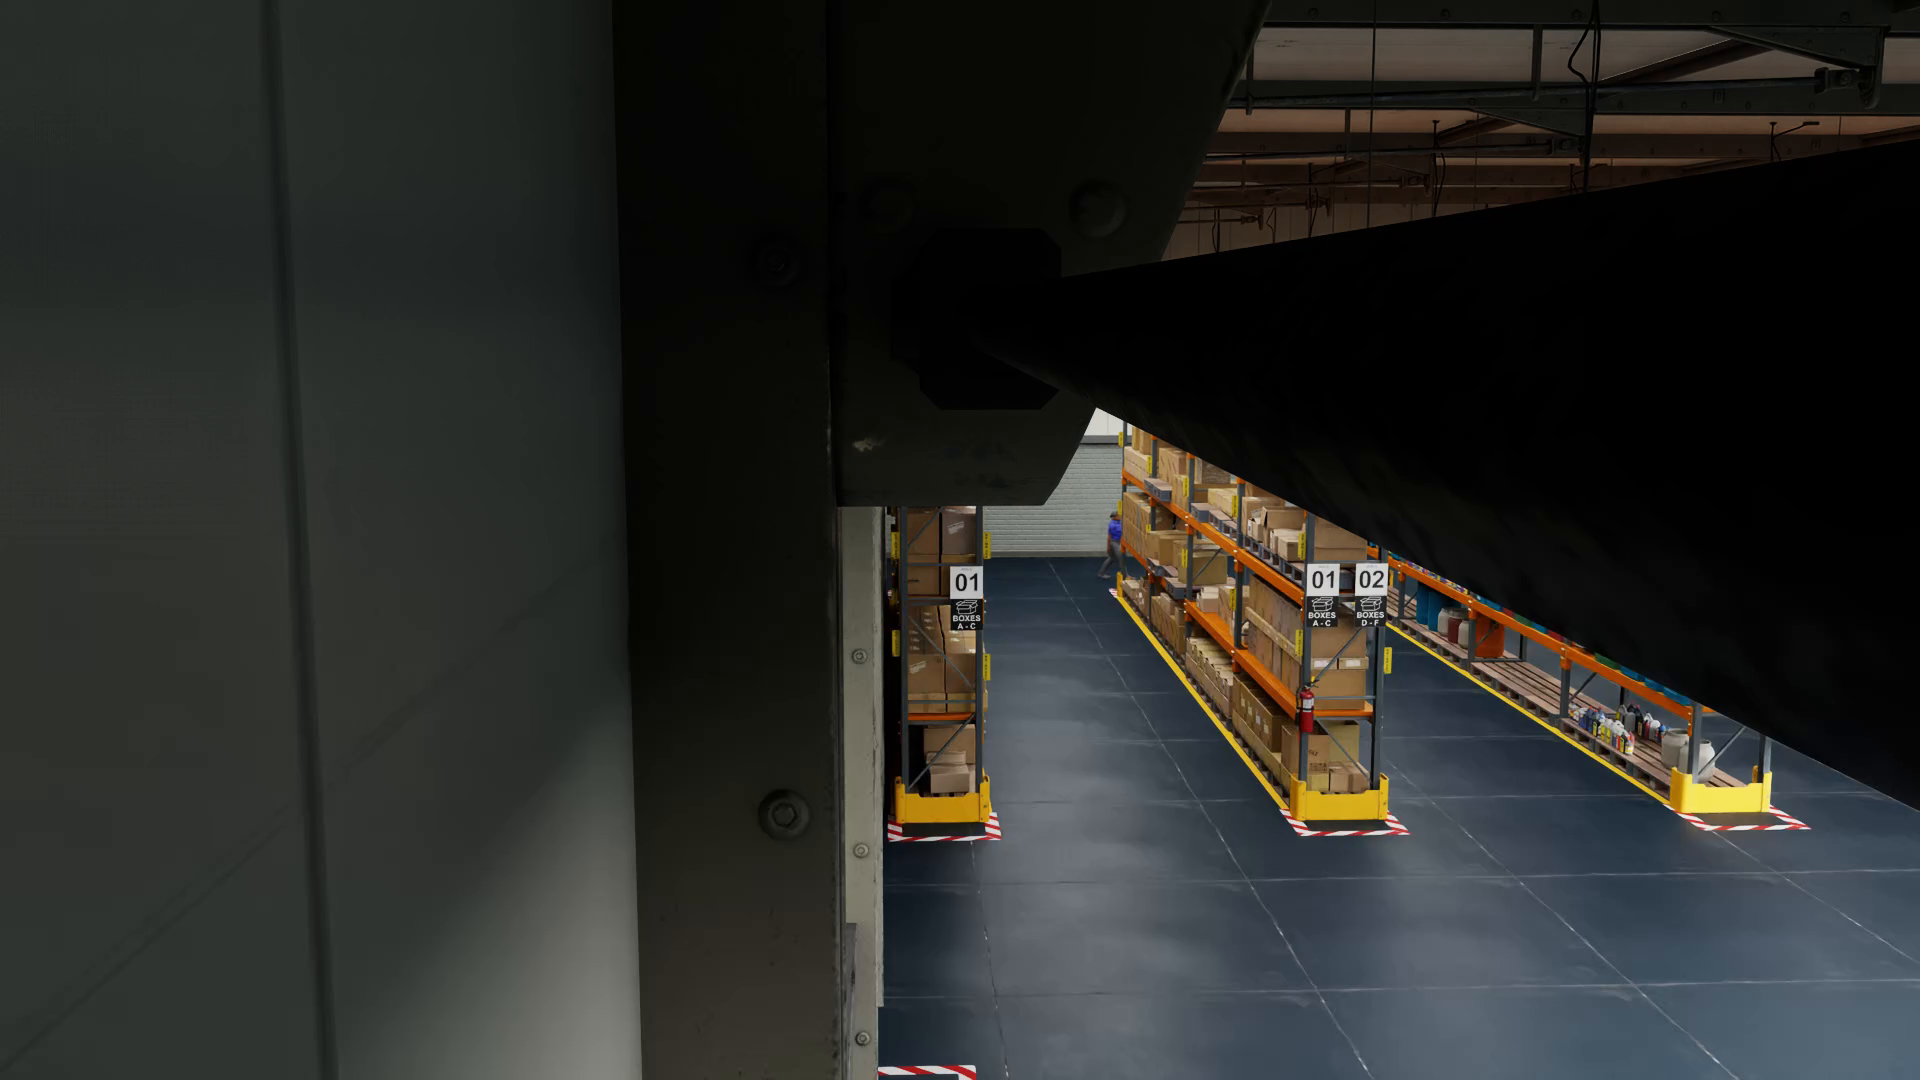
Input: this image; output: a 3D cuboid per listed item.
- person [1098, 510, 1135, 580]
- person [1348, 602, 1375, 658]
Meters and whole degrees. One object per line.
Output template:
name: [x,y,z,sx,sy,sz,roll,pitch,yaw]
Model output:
person: [3.641,0.117,38.491,0.920,1.614,0.465,3,9,22]
person: [7.219,1.400,29.544,0.664,1.603,0.690,1,8,8]
